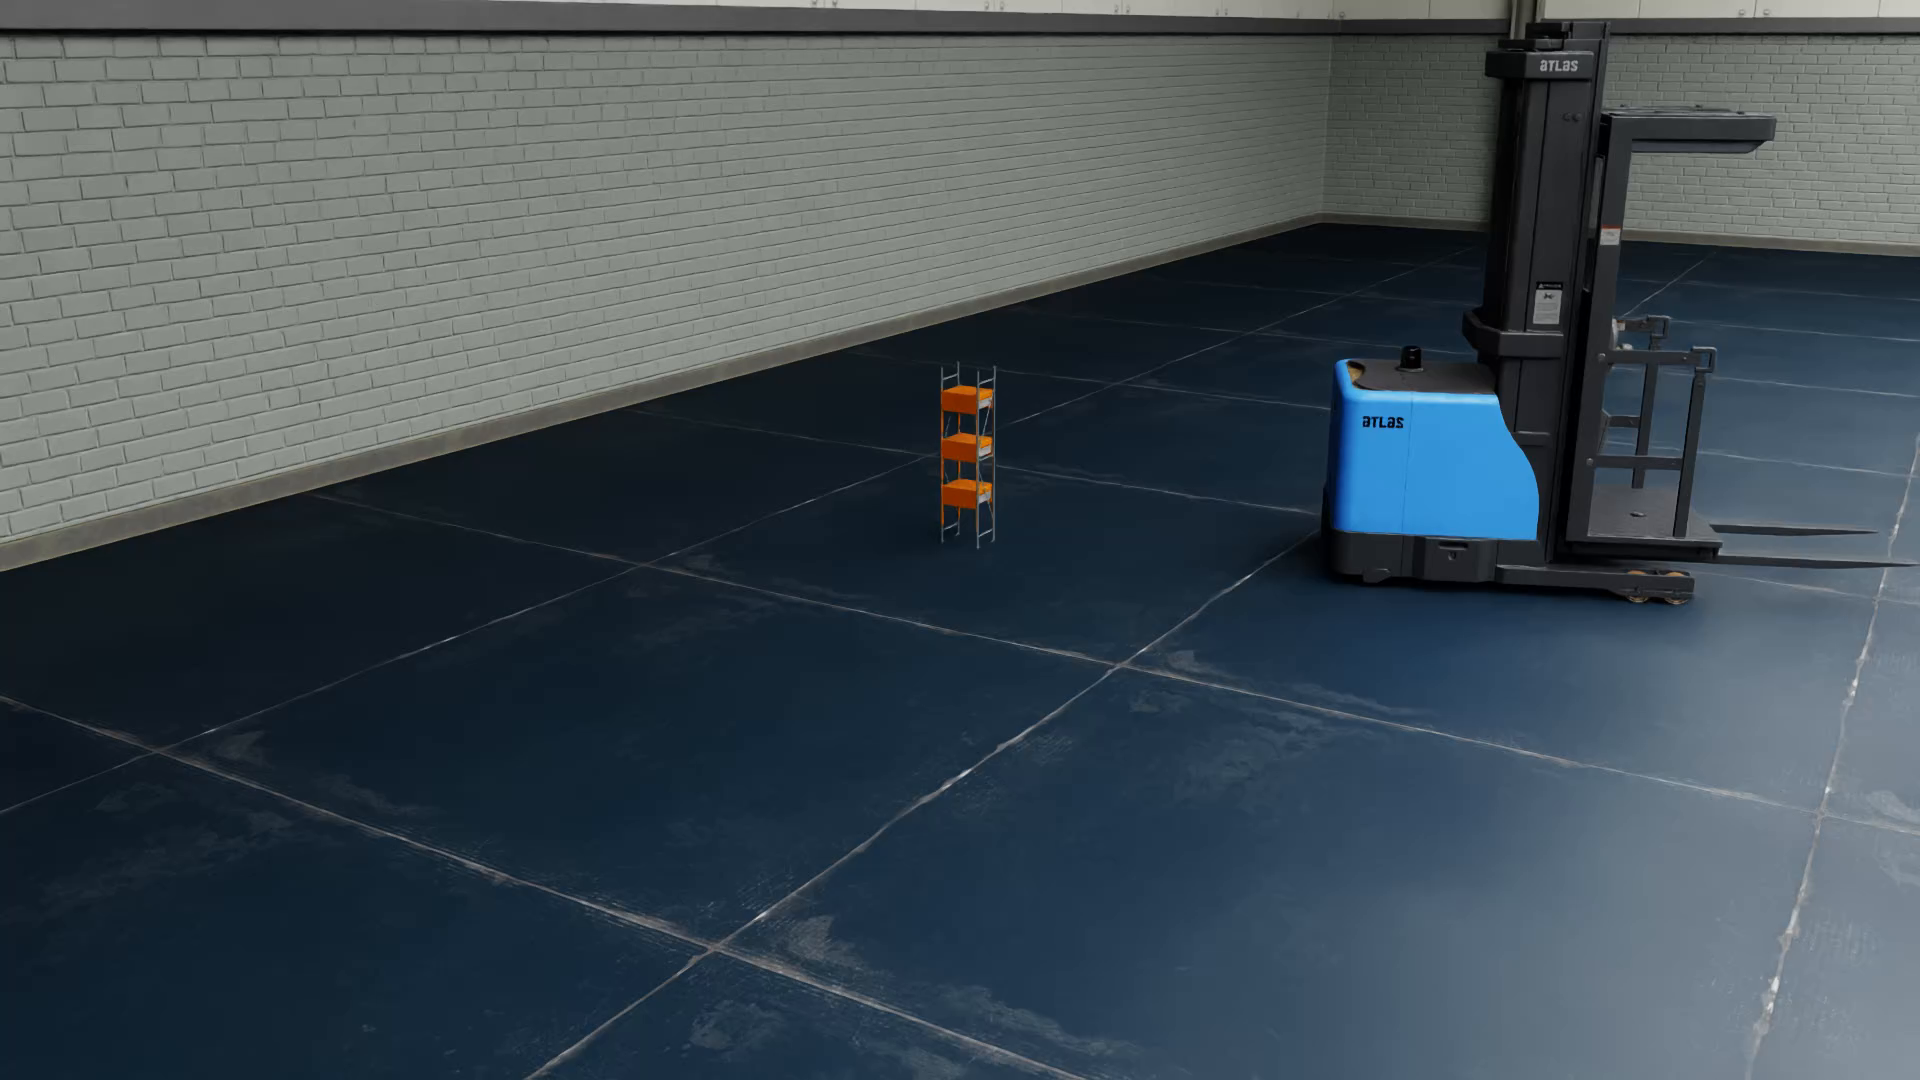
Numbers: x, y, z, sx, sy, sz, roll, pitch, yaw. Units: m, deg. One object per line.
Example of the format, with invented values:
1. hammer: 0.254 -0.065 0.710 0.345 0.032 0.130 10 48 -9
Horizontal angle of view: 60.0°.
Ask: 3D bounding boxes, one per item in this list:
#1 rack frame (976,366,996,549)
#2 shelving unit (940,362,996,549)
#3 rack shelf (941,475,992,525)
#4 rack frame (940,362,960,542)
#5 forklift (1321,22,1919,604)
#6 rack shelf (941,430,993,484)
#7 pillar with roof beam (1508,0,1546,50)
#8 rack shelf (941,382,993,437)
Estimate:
1. rack frame: 0.150 -0.476 9.641 0.008 1.050 0.200 10 20 30
2. shelving unit: 0.046 -0.494 9.702 0.252 1.050 0.215 10 20 30
3. rack shelf: 0.046 -0.218 9.786 0.240 0.259 0.215 10 20 30
4. rack frame: -0.058 -0.513 9.763 0.008 1.050 0.200 10 20 30
5. forklift: 3.582 -1.230 8.887 3.031 2.935 1.130 3 17 9
6. rack shelf: 0.046 -0.484 9.705 0.240 0.259 0.215 10 20 30
7. pillar with roof beam: 5.993 -7.848 20.234 0.400 9.000 9.100 10 20 30
8. rack shelf: 0.046 -0.756 9.622 0.240 0.259 0.215 10 20 30
